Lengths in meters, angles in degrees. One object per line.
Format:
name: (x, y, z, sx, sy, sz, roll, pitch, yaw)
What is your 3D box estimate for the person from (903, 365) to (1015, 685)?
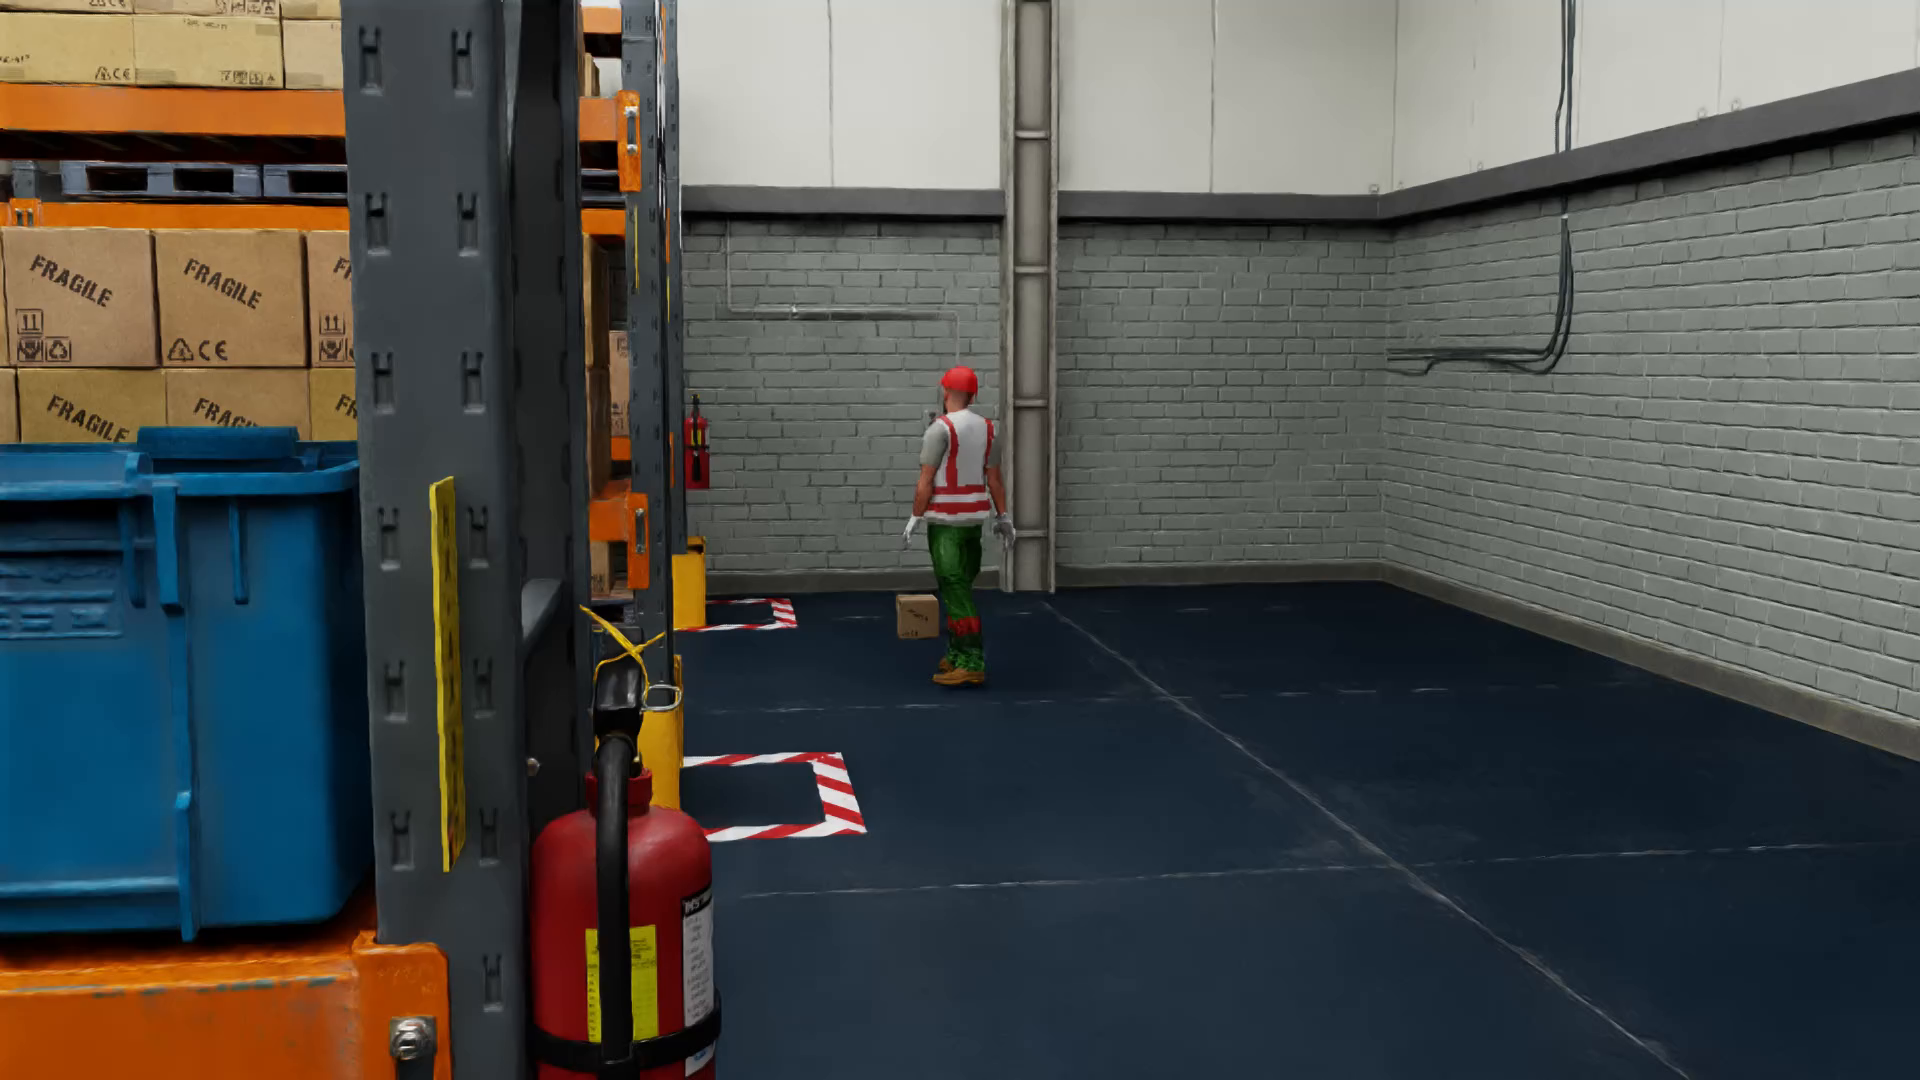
person: (-0.010, -0.093, 9.437, 0.586, 1.786, 0.683, 5, 8, 40)
